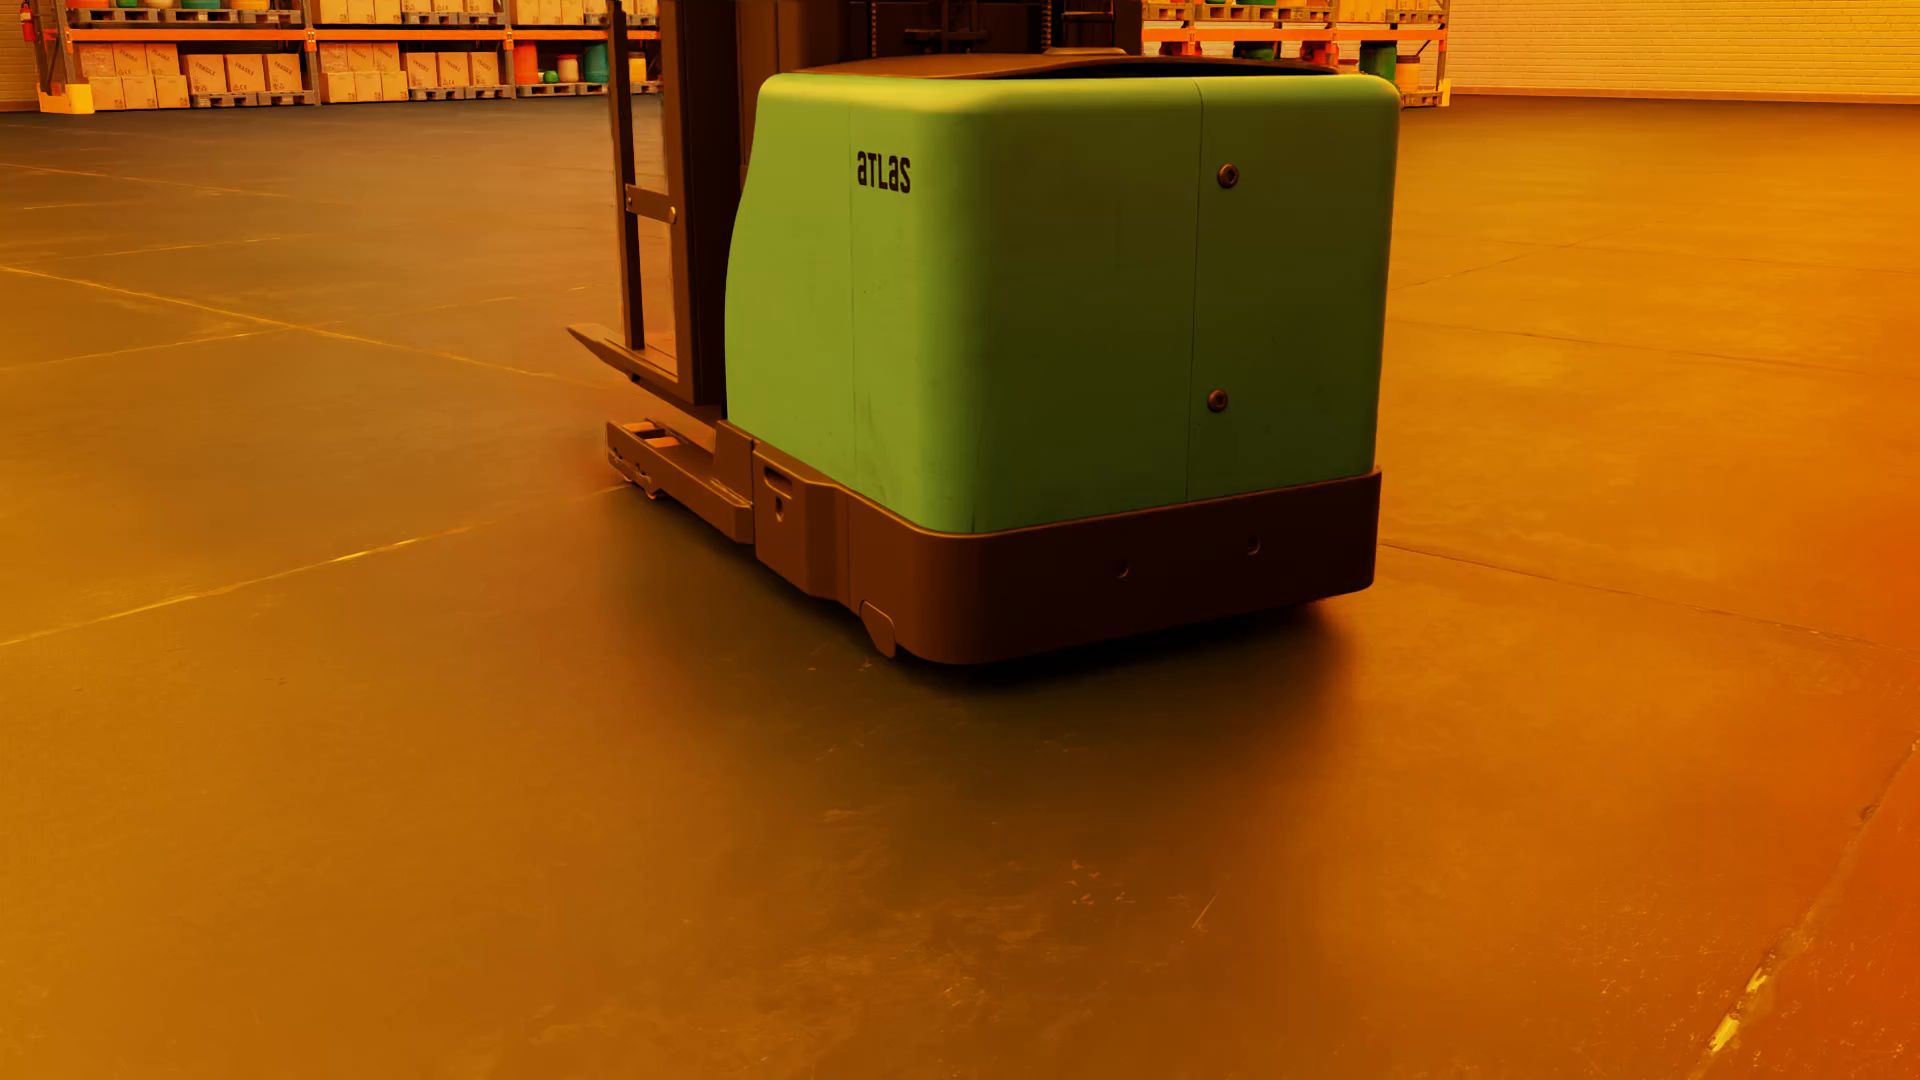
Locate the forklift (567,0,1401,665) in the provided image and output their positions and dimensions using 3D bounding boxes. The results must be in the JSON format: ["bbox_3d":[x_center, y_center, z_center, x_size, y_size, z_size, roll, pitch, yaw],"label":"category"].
[{"bbox_3d":[-0.288,-1.559,4.031,1.130,2.935,3.031,-9,19,-27],"label":"forklift"}]
